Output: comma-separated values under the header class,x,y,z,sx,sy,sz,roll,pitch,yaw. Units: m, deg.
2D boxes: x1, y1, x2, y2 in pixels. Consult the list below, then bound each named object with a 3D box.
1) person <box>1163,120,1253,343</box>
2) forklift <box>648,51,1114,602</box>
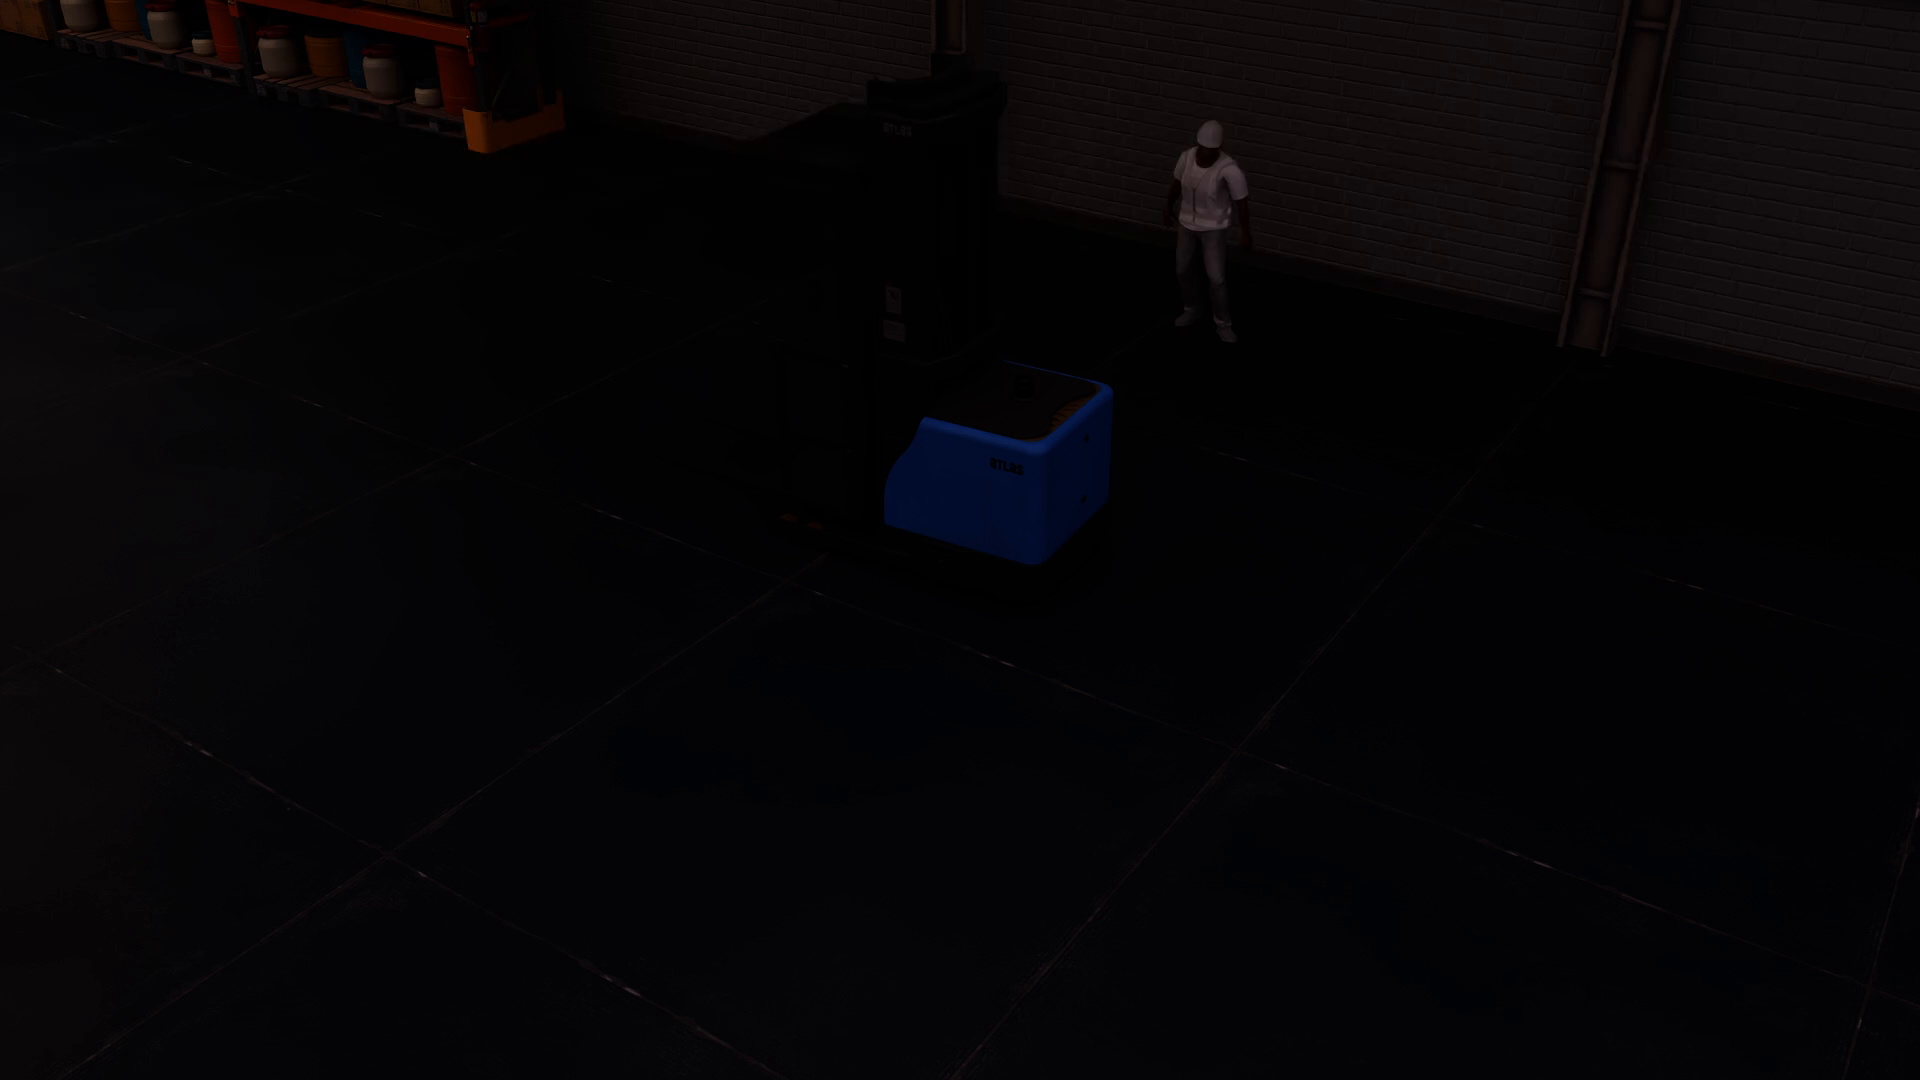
class,x,y,z,sx,sy,sz,roll,pitch,yaw
person,1.907,-2.457,13.030,0.893,1.731,0.472,25,38,36
forklift,-0.600,-1.429,10.043,3.031,2.935,1.130,16,34,25
